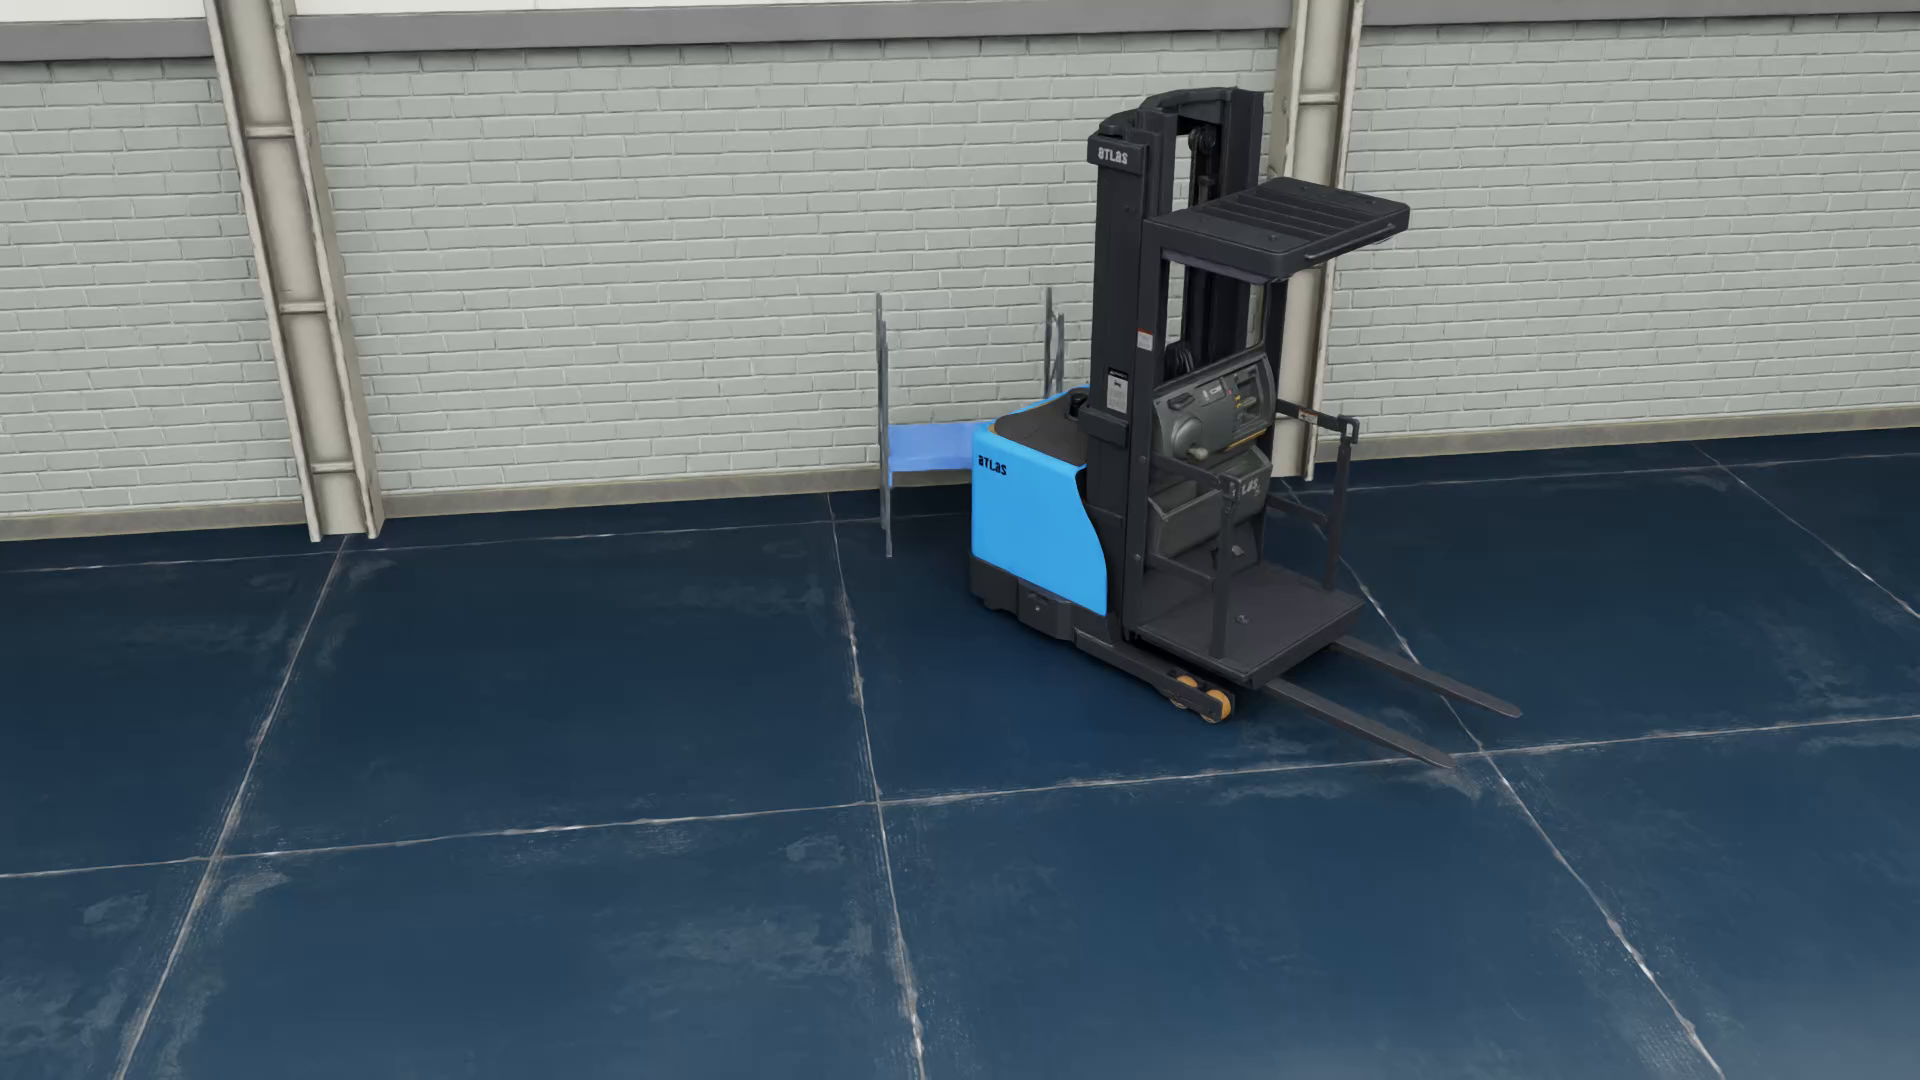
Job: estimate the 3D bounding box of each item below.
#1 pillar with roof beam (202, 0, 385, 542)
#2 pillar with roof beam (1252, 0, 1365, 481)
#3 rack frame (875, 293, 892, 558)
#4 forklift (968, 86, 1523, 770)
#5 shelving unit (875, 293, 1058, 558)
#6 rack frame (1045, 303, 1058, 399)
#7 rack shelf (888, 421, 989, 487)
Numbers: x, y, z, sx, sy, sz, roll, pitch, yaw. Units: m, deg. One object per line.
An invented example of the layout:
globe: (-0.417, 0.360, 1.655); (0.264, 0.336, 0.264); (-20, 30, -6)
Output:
pillar with roof beam: (-3.218, -2.127, 4.539); (0.400, 9.000, 9.100); (-4, 27, -7)
pillar with roof beam: (2.724, -2.509, 5.282); (0.400, 9.000, 9.100); (-4, 27, -7)
rack frame: (-0.455, -0.673, 9.919); (0.032, 1.500, 0.500); (-3, 27, -6)
forklift: (1.445, -0.643, 8.292); (1.130, 2.935, 3.031); (-24, 36, -39)
shelving unit: (0.045, -0.698, 9.968); (1.039, 1.500, 0.538); (-3, 27, -6)
rack frame: (0.555, -0.725, 10.019); (0.013, 1.308, 0.475); (-3, 27, -6)
rack shelf: (0.050, -0.538, 10.051); (1.000, 0.185, 0.538); (-3, 27, -6)
